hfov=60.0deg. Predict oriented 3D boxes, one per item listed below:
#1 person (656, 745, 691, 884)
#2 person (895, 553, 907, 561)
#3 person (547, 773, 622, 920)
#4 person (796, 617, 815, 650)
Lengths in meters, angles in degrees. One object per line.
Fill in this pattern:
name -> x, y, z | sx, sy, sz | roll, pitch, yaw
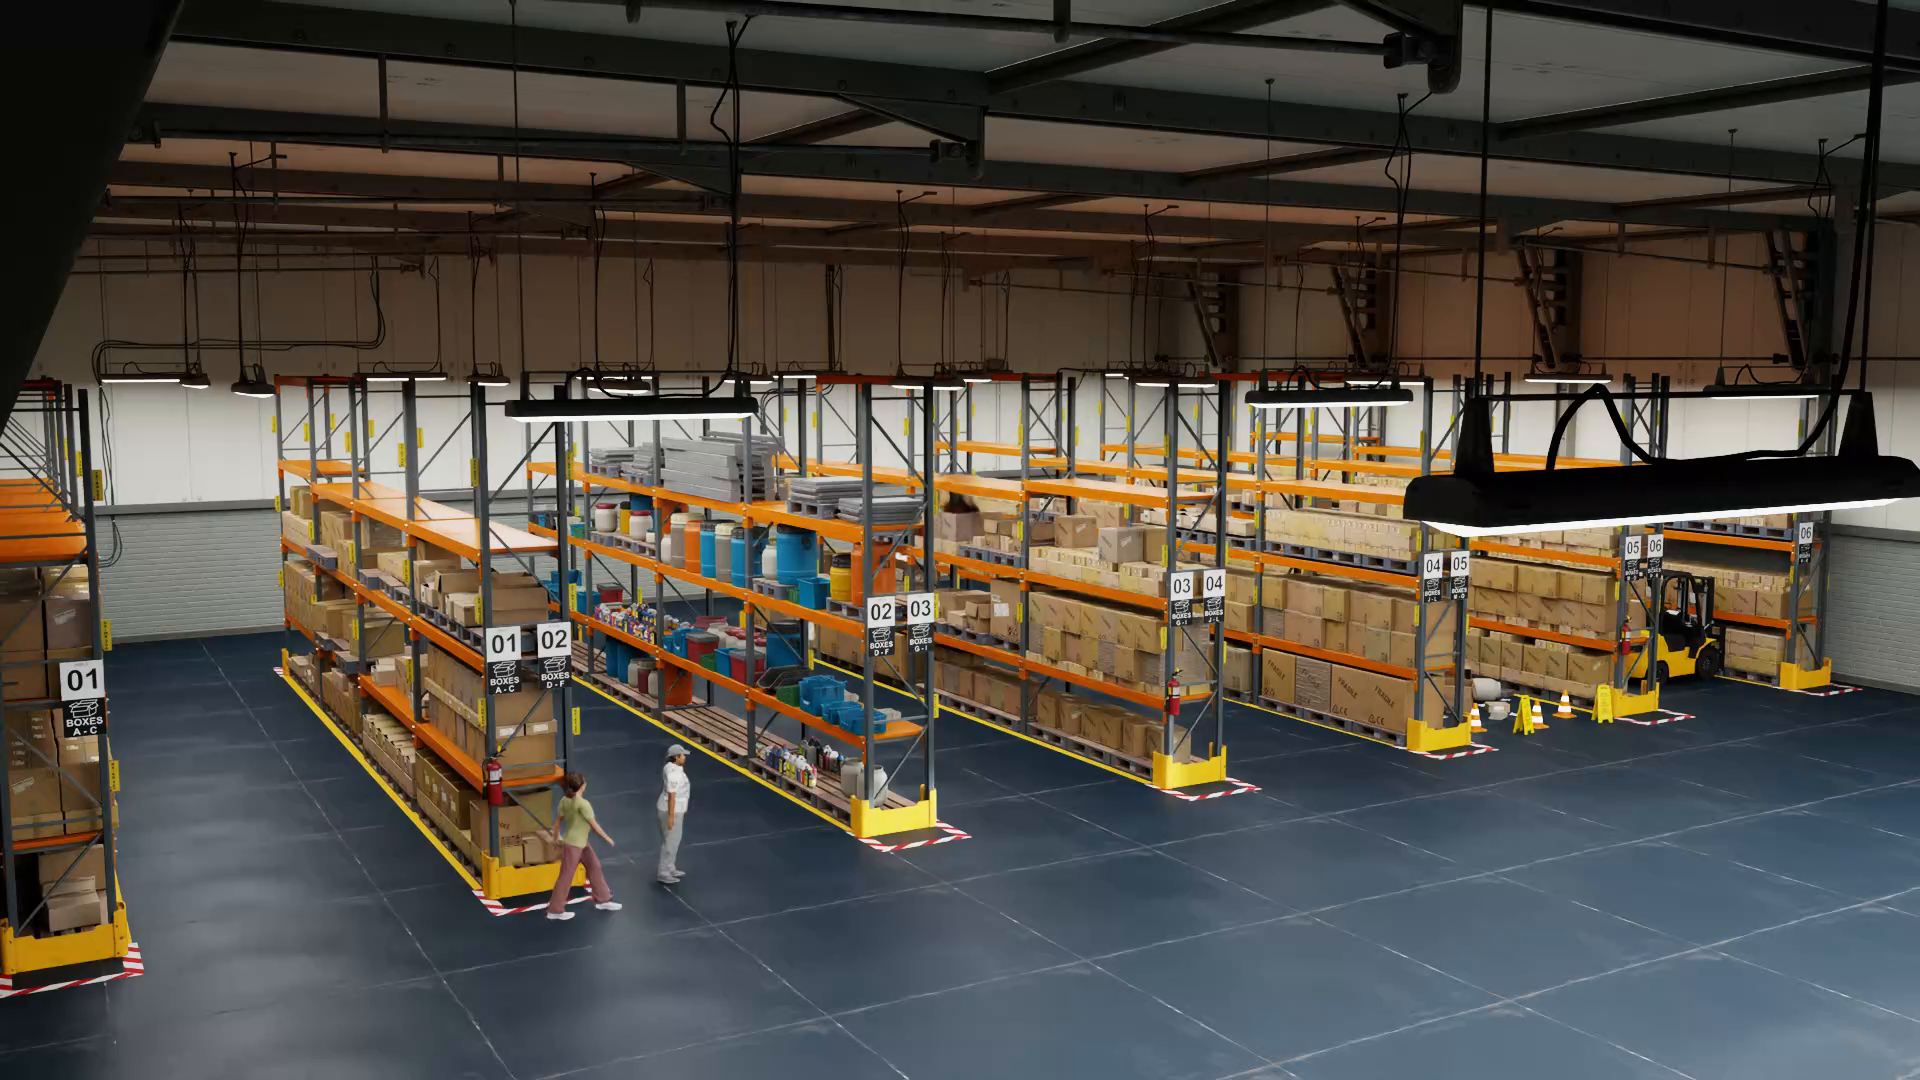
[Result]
person -> -3.480, 3.312, 20.201 | 0.438, 1.674, 0.634 | -1, 6, -12
person -> -1.401, 0.894, 41.587 | 0.586, 1.749, 0.704 | 2, 7, 21
person -> -4.255, 3.441, 18.778 | 0.847, 1.653, 0.407 | -2, 6, -14
person -> -3.012, 1.930, 32.205 | 0.394, 1.787, 0.581 | -2, 7, -17
